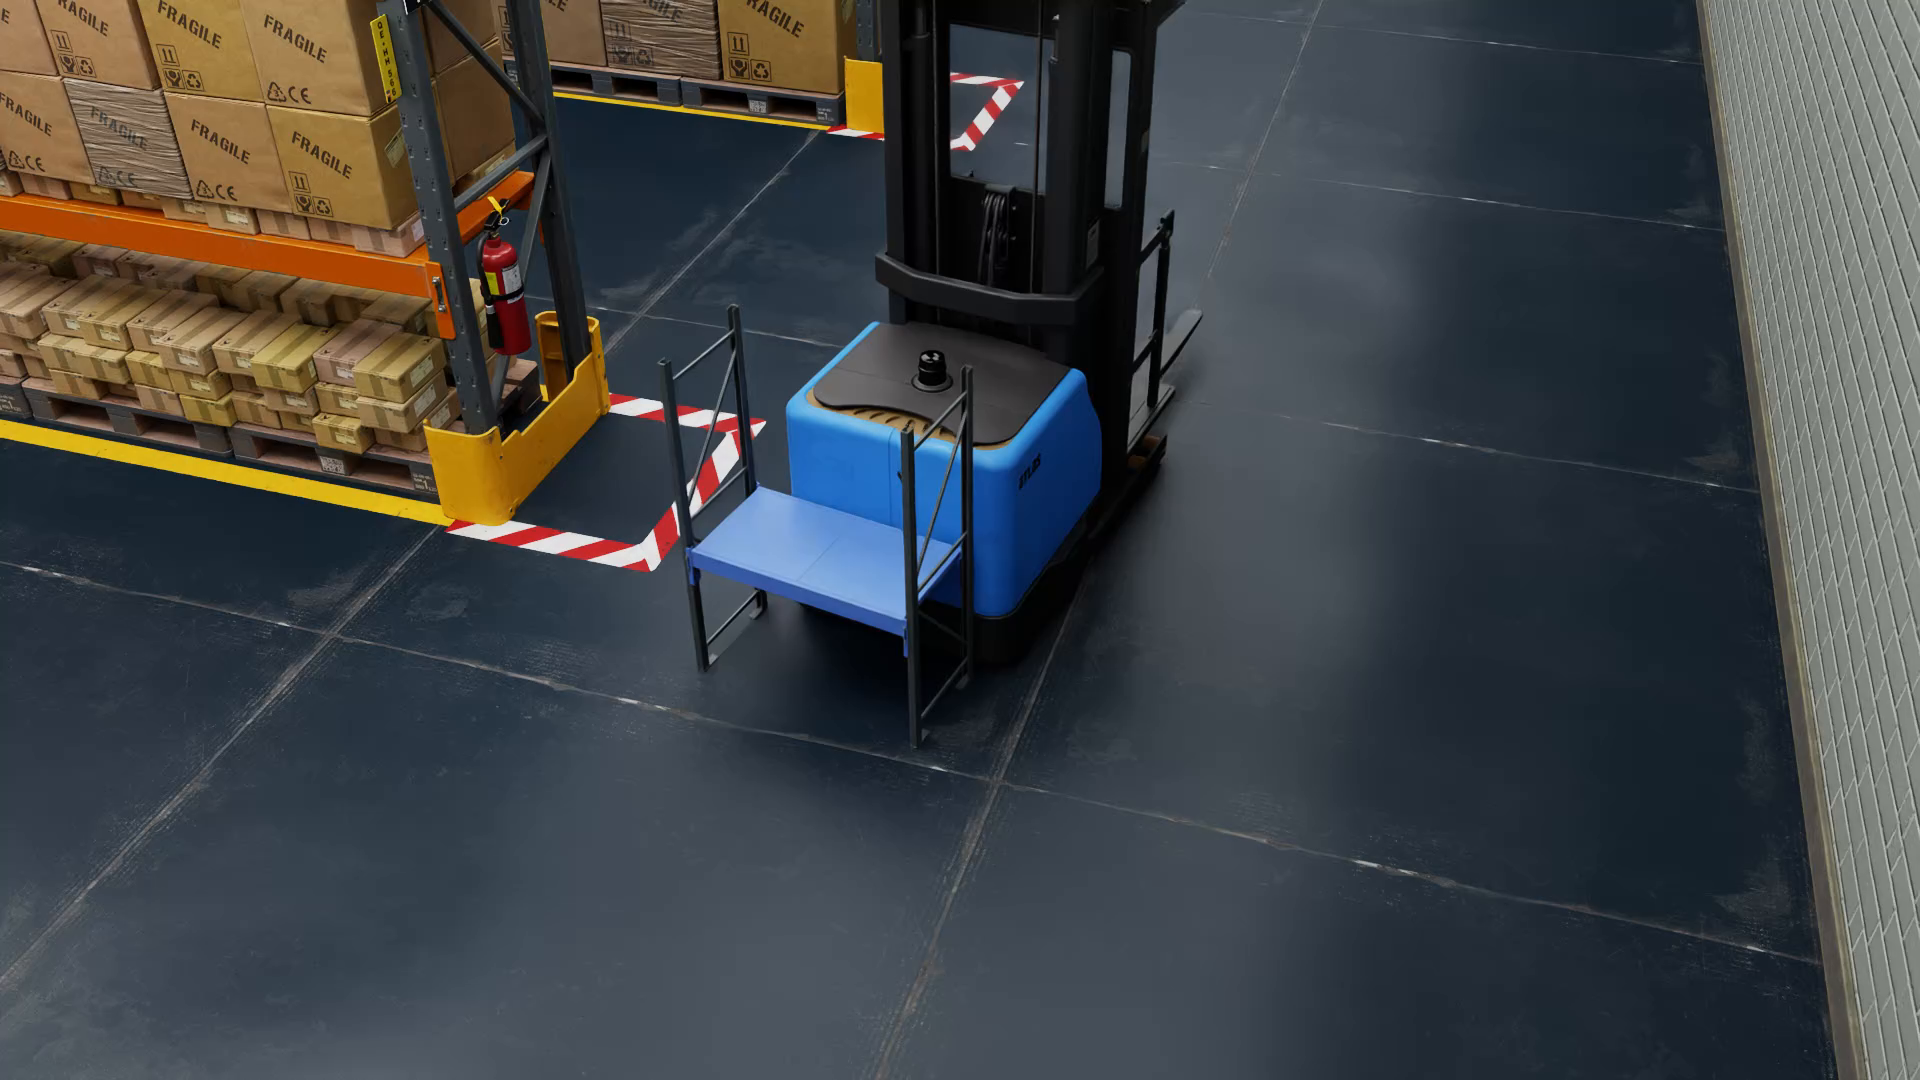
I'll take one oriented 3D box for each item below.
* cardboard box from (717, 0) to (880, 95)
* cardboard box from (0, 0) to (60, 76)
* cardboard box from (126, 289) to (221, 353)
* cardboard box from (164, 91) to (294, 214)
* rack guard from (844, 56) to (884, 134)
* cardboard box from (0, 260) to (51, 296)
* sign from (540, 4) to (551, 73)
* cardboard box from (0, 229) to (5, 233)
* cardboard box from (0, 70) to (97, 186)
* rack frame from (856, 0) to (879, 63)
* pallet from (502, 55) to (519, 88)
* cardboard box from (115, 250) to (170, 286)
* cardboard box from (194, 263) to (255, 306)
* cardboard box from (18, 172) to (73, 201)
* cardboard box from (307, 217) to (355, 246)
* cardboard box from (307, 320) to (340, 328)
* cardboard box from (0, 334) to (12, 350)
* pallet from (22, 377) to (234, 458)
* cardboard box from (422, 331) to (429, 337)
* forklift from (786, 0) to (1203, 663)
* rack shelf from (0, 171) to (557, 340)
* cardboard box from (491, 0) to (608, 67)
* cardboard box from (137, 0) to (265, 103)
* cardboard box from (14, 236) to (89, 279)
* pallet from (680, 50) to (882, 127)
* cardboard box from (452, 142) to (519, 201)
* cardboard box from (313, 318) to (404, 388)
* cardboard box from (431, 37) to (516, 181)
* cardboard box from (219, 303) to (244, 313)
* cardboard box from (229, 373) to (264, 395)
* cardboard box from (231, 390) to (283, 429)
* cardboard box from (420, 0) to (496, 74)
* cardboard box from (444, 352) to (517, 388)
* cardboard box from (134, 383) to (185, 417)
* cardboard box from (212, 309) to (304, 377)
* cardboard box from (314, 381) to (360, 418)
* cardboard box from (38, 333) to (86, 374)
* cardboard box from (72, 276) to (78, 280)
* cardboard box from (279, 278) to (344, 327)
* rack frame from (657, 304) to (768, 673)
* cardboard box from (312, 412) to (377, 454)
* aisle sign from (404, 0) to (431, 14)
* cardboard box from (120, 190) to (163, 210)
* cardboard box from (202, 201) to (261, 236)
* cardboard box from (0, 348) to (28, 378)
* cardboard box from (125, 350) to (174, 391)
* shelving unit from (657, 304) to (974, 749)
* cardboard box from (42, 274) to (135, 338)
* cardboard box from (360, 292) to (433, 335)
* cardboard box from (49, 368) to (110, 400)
[{"bbox_3d":[-1.133,-3.780,11.793,0.875,0.875,0.875,10,38,14],"label":"cardboard box"},{"bbox_3d":[-4.073,-2.381,7.276,0.500,0.500,0.500,9,37,12],"label":"cardboard box"},{"bbox_3d":[-3.882,-1.079,8.234,0.250,0.149,0.380,9,37,12],"label":"cardboard box"},{"bbox_3d":[-3.069,-1.798,7.327,0.500,0.500,0.500,10,37,13],"label":"cardboard box"},{"bbox_3d":[-0.475,-3.388,11.931,0.348,0.500,1.175,10,38,14],"label":"rack guard"},{"bbox_3d":[-4.867,-1.267,8.490,0.250,0.149,0.380,10,37,13],"label":"cardboard box"},{"bbox_3d":[-1.912,-2.266,7.568,0.005,0.325,0.100,10,38,14],"label":"sign"},{"bbox_3d":[-5.219,-1.639,8.996,0.250,0.149,0.380,11,38,14],"label":"cardboard box"},{"bbox_3d":[-4.029,-1.976,7.569,0.500,0.500,0.500,12,38,16],"label":"cardboard box"},{"bbox_3d":[-0.498,-4.399,11.196,0.127,3.000,1.000,10,38,14],"label":"rack frame"},{"bbox_3d":[-3.614,-3.804,12.740,1.213,0.211,1.003,10,38,14],"label":"pallet"},{"bbox_3d":[-4.207,-1.473,8.770,0.250,0.149,0.380,9,37,12],"label":"cardboard box"},{"bbox_3d":[-3.734,-1.377,8.639,0.250,0.149,0.380,11,38,15],"label":"cardboard box"},{"bbox_3d":[-4.177,-1.754,7.815,0.250,0.149,0.380,12,38,16],"label":"cardboard box"},{"bbox_3d":[-2.695,-1.472,7.431,0.250,0.149,0.380,10,38,14],"label":"cardboard box"},{"bbox_3d":[-3.214,-1.169,8.607,0.250,0.149,0.380,12,38,15],"label":"cardboard box"},{"bbox_3d":[-4.872,-1.147,8.577,0.250,0.149,0.380,9,37,12],"label":"cardboard box"},{"bbox_3d":[-4.072,-0.881,8.769,1.213,0.211,1.003,10,38,14],"label":"pallet"},{"bbox_3d":[-2.742,-1.069,8.472,0.250,0.149,0.380,10,38,14],"label":"cardboard box"},{"bbox_3d":[0.370,-1.530,7.356,1.130,2.935,3.031,16,39,20],"label":"forklift"},{"bbox_3d":[-3.982,-1.674,8.101,4.000,0.370,1.077,10,38,14],"label":"rack shelf"},{"bbox_3d":[-2.851,-4.098,12.225,0.875,0.875,0.875,10,38,14],"label":"cardboard box"},{"bbox_3d":[-3.068,-2.202,7.033,0.500,0.500,0.500,9,37,12],"label":"cardboard box"},{"bbox_3d":[-4.754,-1.509,8.819,0.250,0.149,0.380,12,38,15],"label":"cardboard box"},{"bbox_3d":[-1.285,-3.372,12.154,1.213,0.211,1.003,10,38,14],"label":"pallet"},{"bbox_3d":[-2.285,-1.752,7.811,0.250,0.149,0.380,10,38,14],"label":"cardboard box"},{"bbox_3d":[-2.877,-0.898,7.988,0.250,0.149,0.380,11,38,15],"label":"cardboard box"},{"bbox_3d":[-2.420,-2.006,7.609,0.500,0.500,0.500,12,38,16],"label":"cardboard box"},{"bbox_3d":[-3.767,-1.187,8.632,0.250,0.149,0.380,12,38,16],"label":"cardboard box"},{"bbox_3d":[-3.385,-0.879,8.214,0.250,0.149,0.380,10,38,13],"label":"cardboard box"},{"bbox_3d":[-3.380,-0.726,8.256,0.250,0.149,0.380,11,38,14],"label":"cardboard box"},{"bbox_3d":[-2.423,-2.402,7.305,0.500,0.500,0.500,10,38,14],"label":"cardboard box"},{"bbox_3d":[-2.478,-0.905,8.499,0.250,0.149,0.380,11,38,15],"label":"cardboard box"},{"bbox_3d":[-3.897,-0.795,8.351,0.250,0.149,0.380,11,38,15],"label":"cardboard box"},{"bbox_3d":[-3.390,-0.953,8.063,0.250,0.149,0.380,9,37,12],"label":"cardboard box"},{"bbox_3d":[-2.896,-0.759,8.051,0.250,0.149,0.380,10,37,13],"label":"cardboard box"},{"bbox_3d":[-4.395,-1.004,8.384,0.250,0.149,0.380,10,38,14],"label":"cardboard box"},{"bbox_3d":[-4.763,-1.404,8.927,0.250,0.149,0.380,11,38,14],"label":"cardboard box"},{"bbox_3d":[-3.235,-1.250,8.467,0.250,0.149,0.380,9,37,12],"label":"cardboard box"},{"bbox_3d":[-0.980,-0.179,6.723,0.032,1.500,0.500,17,40,22],"label":"rack frame"},{"bbox_3d":[-2.914,-0.594,8.078,0.250,0.149,0.380,12,38,15],"label":"cardboard box"},{"bbox_3d":[-2.093,-2.474,6.388,0.004,0.787,0.394,10,38,14],"label":"aisle sign"},{"bbox_3d":[-3.672,-1.684,7.720,0.250,0.149,0.380,9,37,12],"label":"cardboard box"},{"bbox_3d":[-3.189,-1.539,7.523,0.250,0.149,0.380,11,38,15],"label":"cardboard box"},{"bbox_3d":[-4.876,-1.014,8.648,0.250,0.149,0.380,10,37,13],"label":"cardboard box"},{"bbox_3d":[-3.896,-0.913,8.260,0.250,0.149,0.380,12,38,16],"label":"cardboard box"},{"bbox_3d":[-0.527,-0.041,6.536,1.048,1.500,0.538,17,40,22],"label":"shelving unit"},{"bbox_3d":[-4.364,-1.175,8.364,0.250,0.149,0.380,9,37,12],"label":"cardboard box"},{"bbox_3d":[-2.771,-1.136,8.312,0.250,0.149,0.380,11,38,15],"label":"cardboard box"},{"bbox_3d":[-4.389,-0.885,8.473,0.250,0.149,0.380,10,37,13],"label":"cardboard box"}]
